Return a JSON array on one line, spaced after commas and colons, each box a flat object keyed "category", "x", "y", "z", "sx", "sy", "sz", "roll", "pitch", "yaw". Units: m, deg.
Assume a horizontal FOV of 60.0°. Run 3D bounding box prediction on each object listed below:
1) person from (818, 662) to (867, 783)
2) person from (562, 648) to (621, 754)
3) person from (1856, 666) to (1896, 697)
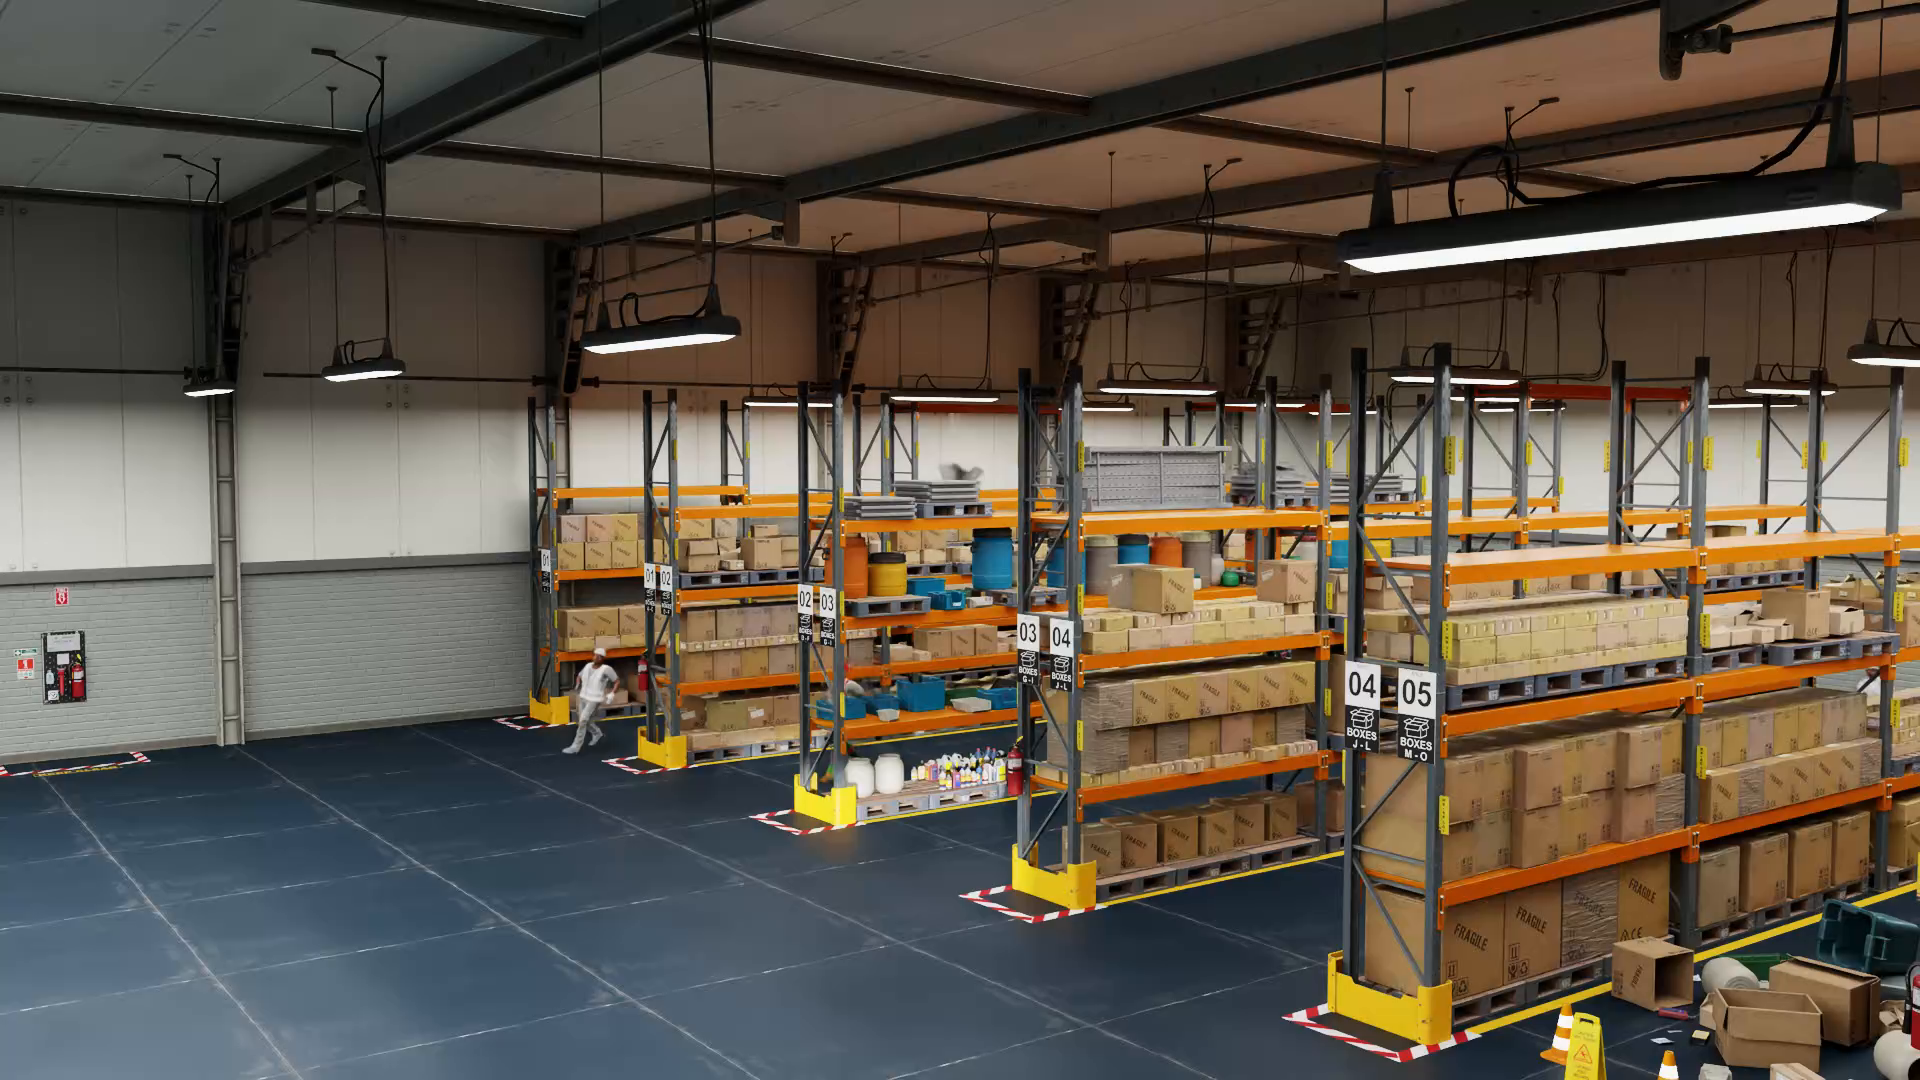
[{"category": "person", "x": -1.822, "y": 2.738, "z": 25.384, "sx": 0.973, "sy": 1.788, "sz": 0.659, "roll": -3, "pitch": 5, "yaw": -45}, {"category": "person", "x": -6.137, "y": 2.655, "z": 27.546, "sx": 0.743, "sy": 1.728, "sz": 0.944, "roll": 2, "pitch": 4, "yaw": 35}, {"category": "person", "x": 14.640, "y": 2.758, "z": 26.580, "sx": 0.579, "sy": 1.632, "sz": 0.571, "roll": 3, "pitch": 4, "yaw": 38}]
